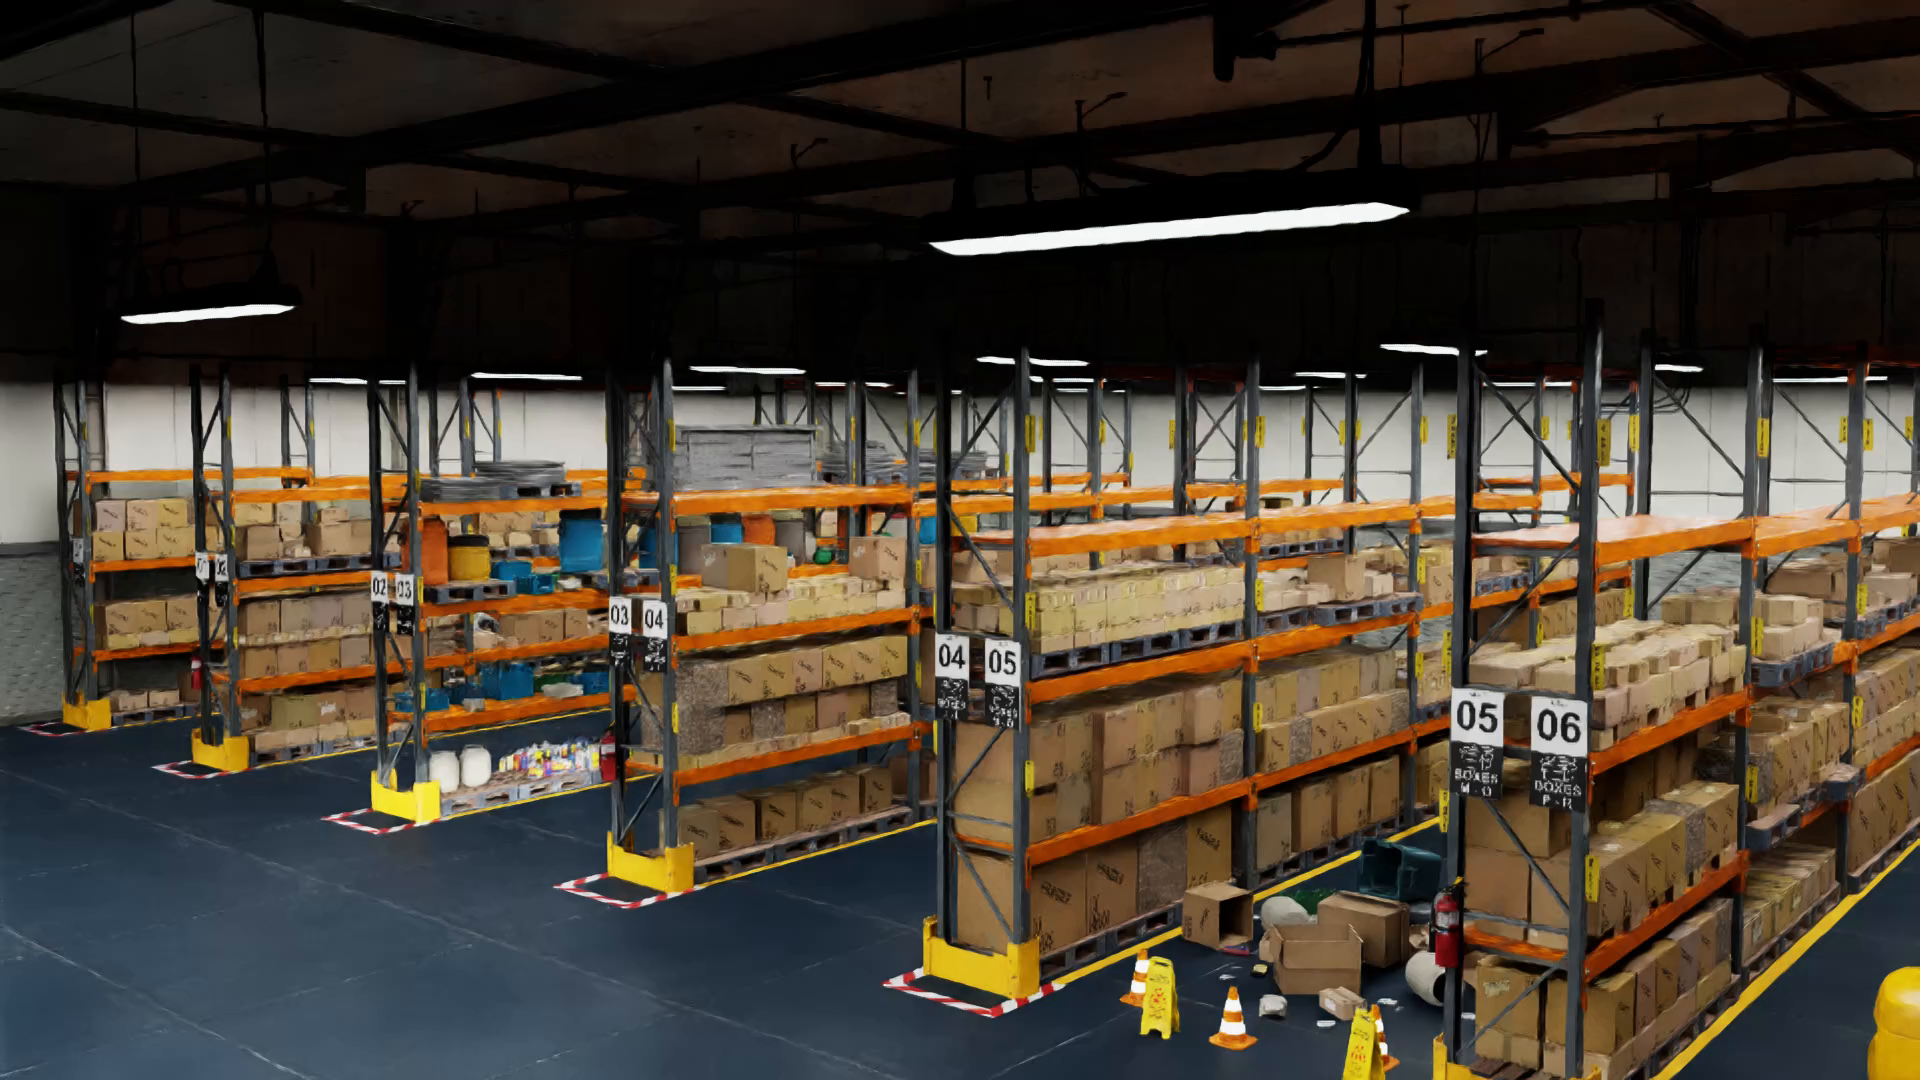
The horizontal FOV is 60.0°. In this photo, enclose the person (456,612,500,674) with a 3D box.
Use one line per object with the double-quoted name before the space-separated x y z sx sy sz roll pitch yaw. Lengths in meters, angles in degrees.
"person" -9.308 1.987 32.286 0.926 1.689 0.652 -4 6 -45
